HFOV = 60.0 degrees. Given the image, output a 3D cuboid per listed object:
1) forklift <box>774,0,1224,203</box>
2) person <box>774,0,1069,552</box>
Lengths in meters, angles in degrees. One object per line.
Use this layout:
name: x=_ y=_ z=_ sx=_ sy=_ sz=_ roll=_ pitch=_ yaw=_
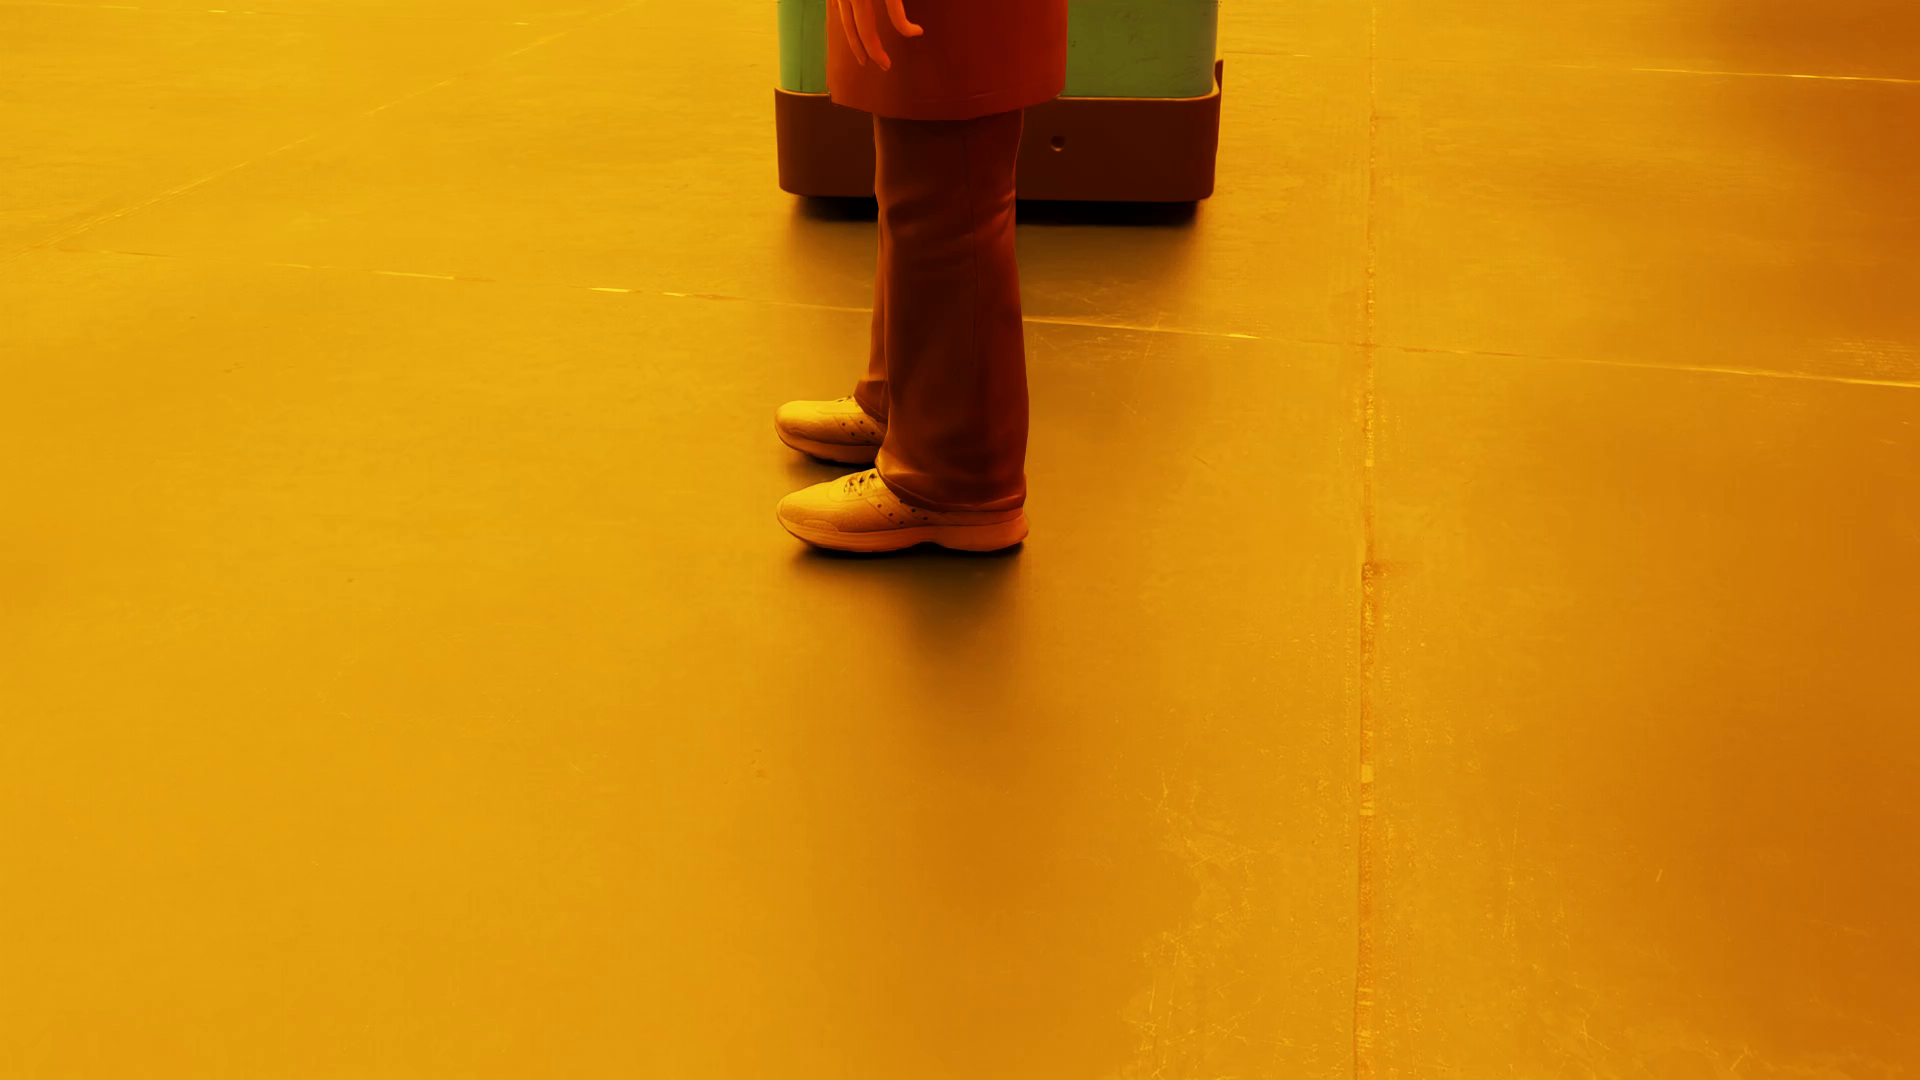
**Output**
forklift: x=0.173 y=-2.731 z=4.659 sx=1.130 sy=2.935 sz=3.031 roll=2 pitch=27 yaw=3
person: x=-0.089 y=-0.811 z=2.117 sx=0.579 sy=1.778 sz=0.698 roll=6 pitch=27 yaw=11
